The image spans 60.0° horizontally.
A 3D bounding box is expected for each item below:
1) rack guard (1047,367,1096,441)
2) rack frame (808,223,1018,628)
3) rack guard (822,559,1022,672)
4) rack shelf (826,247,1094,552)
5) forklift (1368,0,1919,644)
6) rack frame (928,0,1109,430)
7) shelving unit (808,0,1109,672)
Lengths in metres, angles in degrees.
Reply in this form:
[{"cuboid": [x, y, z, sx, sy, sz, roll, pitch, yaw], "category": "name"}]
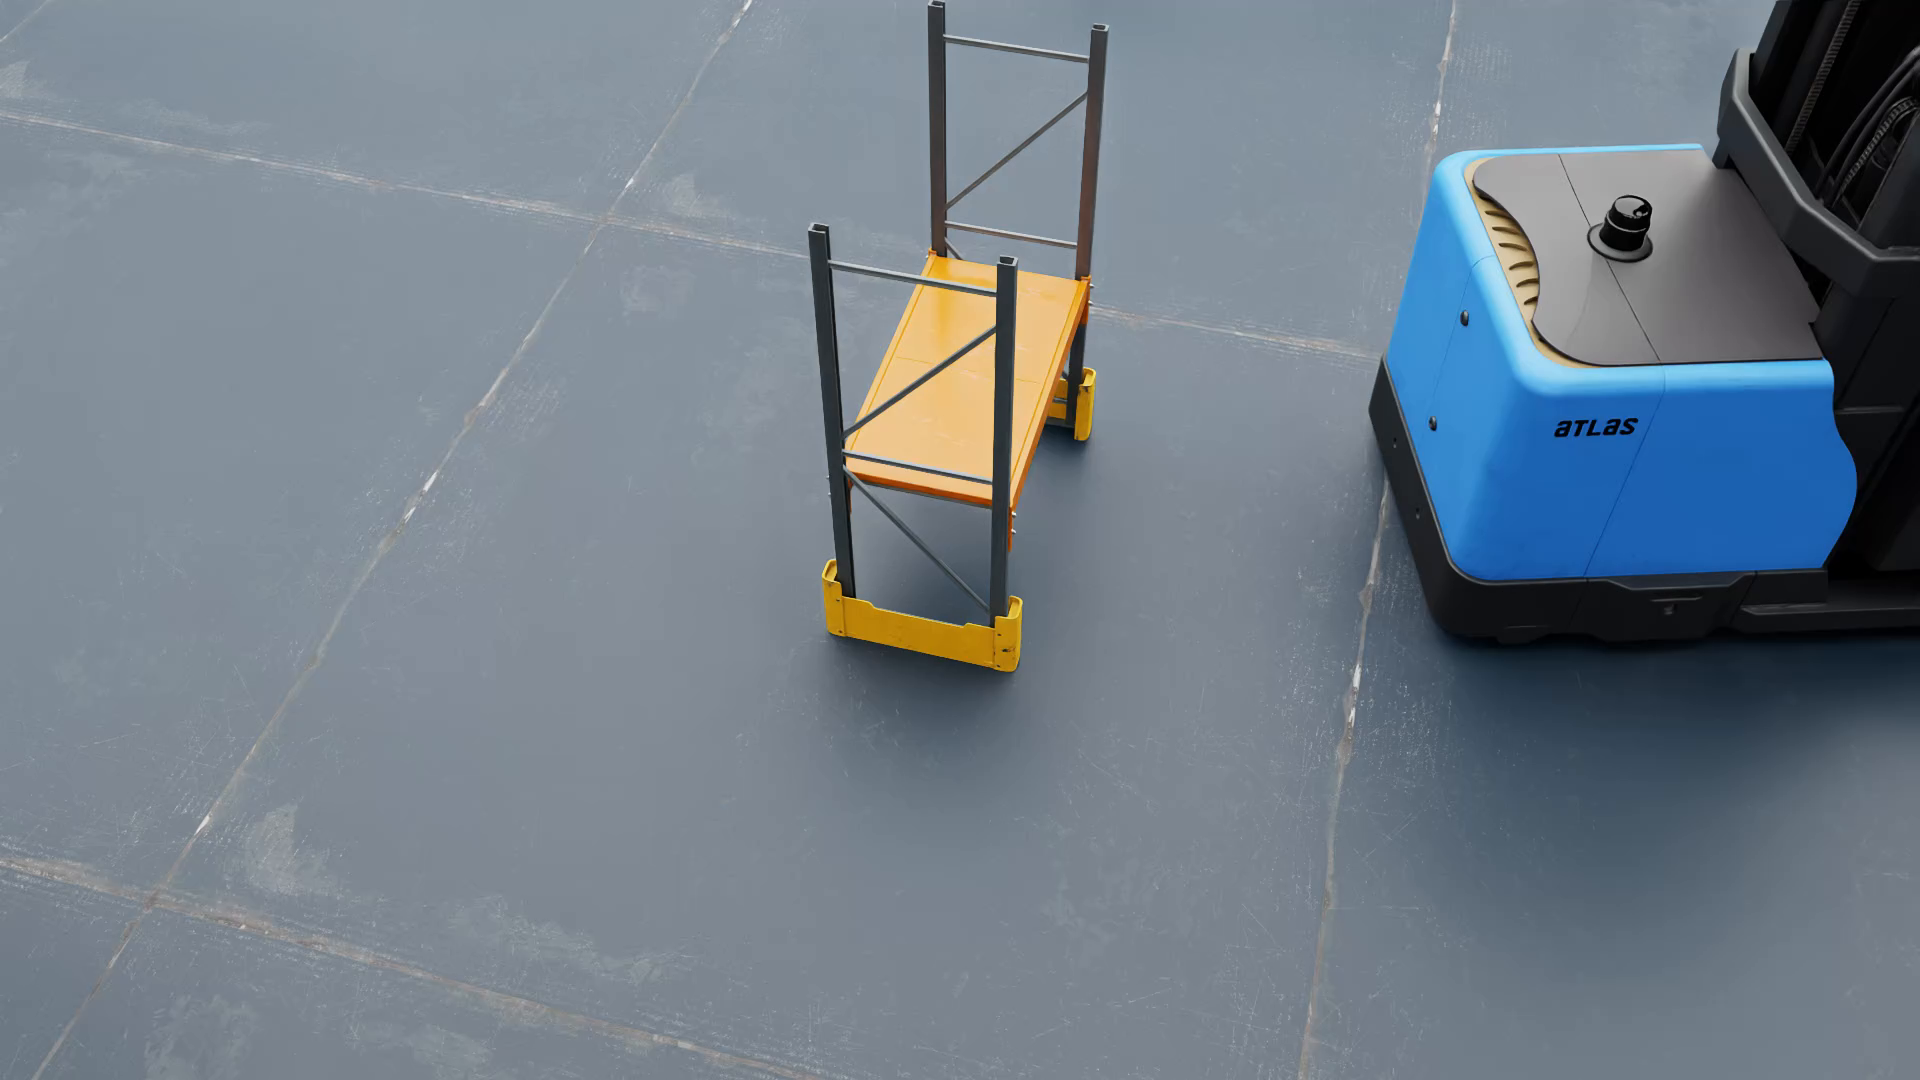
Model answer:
[{"cuboid": [0.151, -0.498, 5.523, 0.587, 0.250, 0.087, 12, 50, 10], "category": "rack guard"}, {"cuboid": [-0.111, -0.190, 4.418, 0.500, 1.500, 0.032, 12, 50, 10], "category": "rack frame"}, {"cuboid": [-0.111, 0.222, 4.887, 0.587, 0.250, 0.087, 12, 50, 10], "category": "rack guard"}, {"cuboid": [0.022, -0.439, 4.877, 0.538, 0.185, 1.000, 12, 50, 10], "category": "rack shelf"}, {"cuboid": [2.893, -1.084, 4.252, 3.031, 2.935, 1.130, -2, 49, -2], "category": "forklift"}, {"cuboid": [0.156, -0.926, 5.067, 0.500, 1.500, 0.032, 12, 50, 10], "category": "rack frame"}, {"cuboid": [0.020, -0.551, 4.736, 0.587, 1.500, 1.083, 12, 50, 10], "category": "shelving unit"}]
